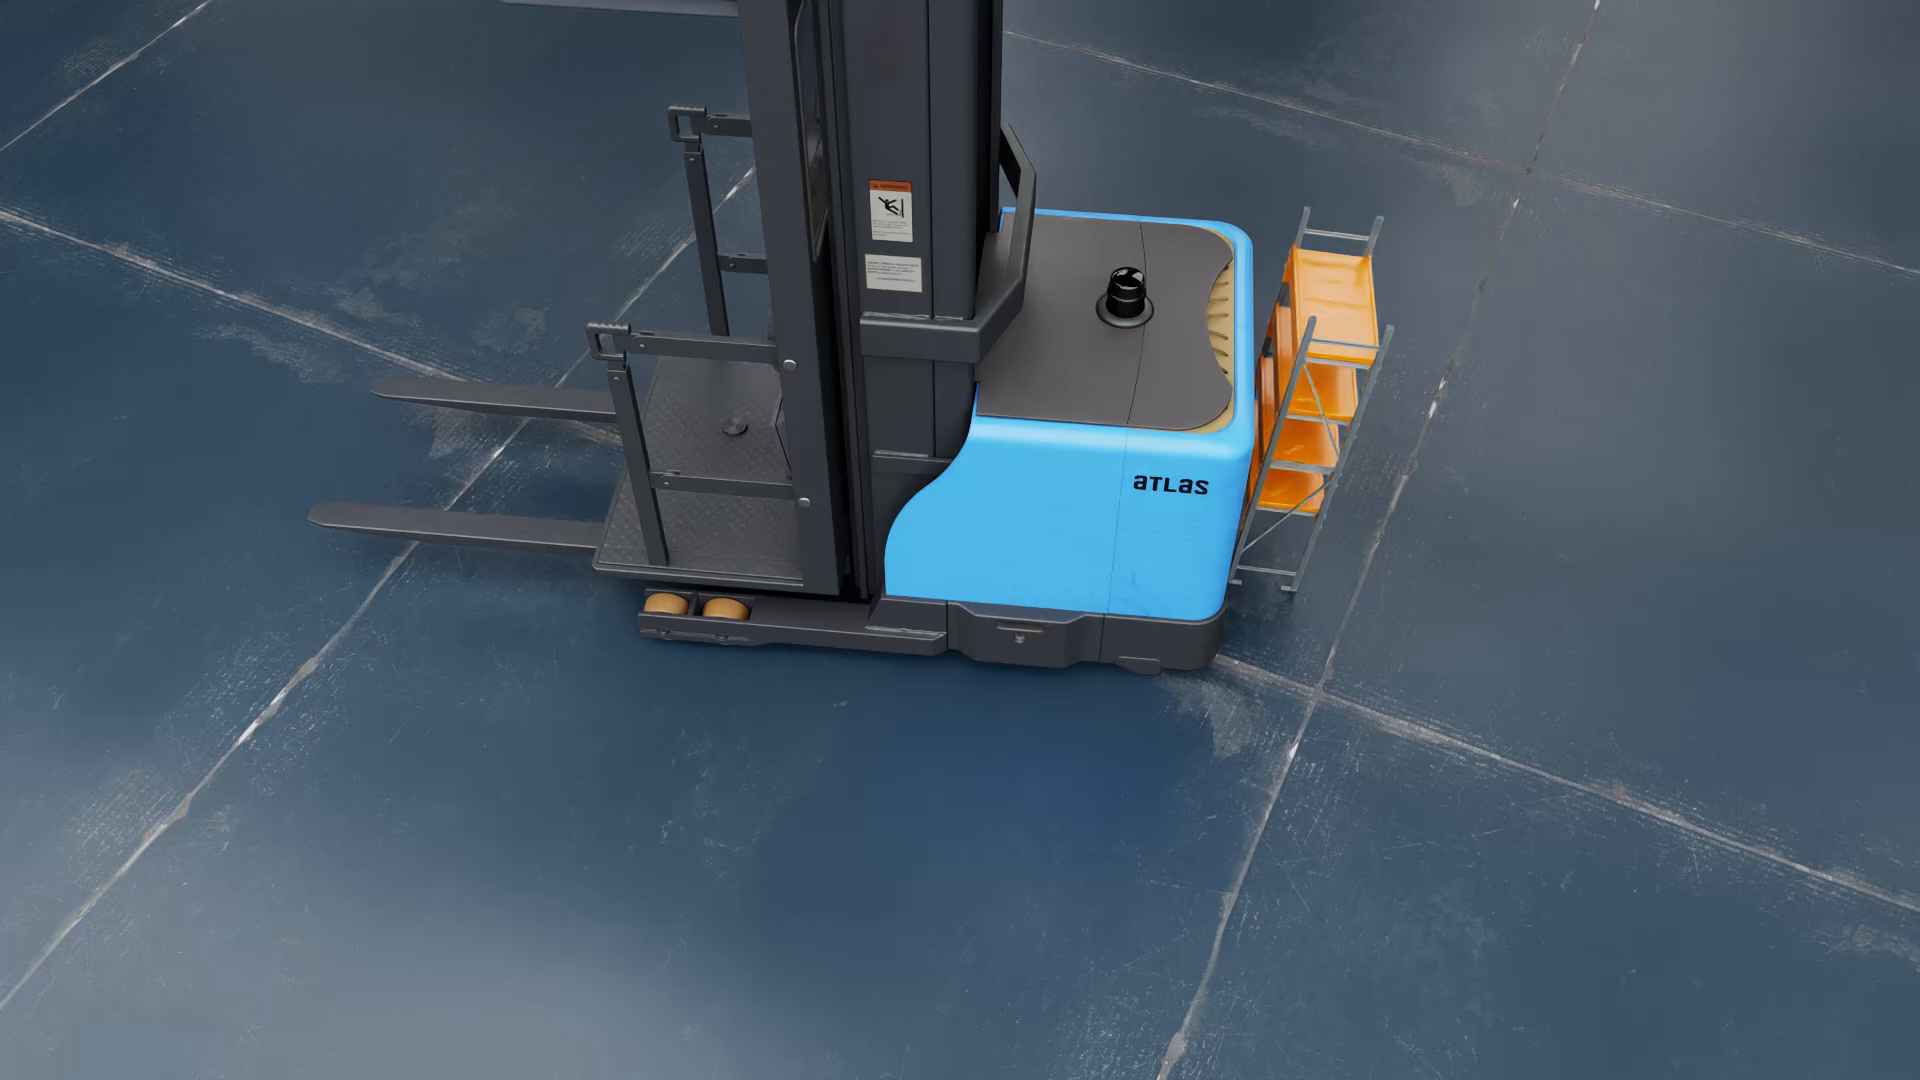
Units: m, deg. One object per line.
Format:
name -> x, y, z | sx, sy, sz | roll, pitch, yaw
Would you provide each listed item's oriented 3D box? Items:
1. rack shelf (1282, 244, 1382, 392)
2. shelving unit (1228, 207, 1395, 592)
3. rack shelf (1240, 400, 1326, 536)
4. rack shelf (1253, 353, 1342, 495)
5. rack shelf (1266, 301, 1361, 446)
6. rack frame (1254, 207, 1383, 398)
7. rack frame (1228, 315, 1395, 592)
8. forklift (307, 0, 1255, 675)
rack shelf -> 1.114, -0.666, 5.002 | 0.258, 0.148, 0.480 | 7, 50, 0
shelving unit -> 1.084, -0.415, 5.303 | 0.258, 1.200, 0.503 | 7, 50, 0
rack shelf -> 1.064, -0.244, 5.506 | 0.258, 0.148, 0.480 | 7, 50, 0
rack shelf -> 1.079, -0.371, 5.354 | 0.258, 0.148, 0.480 | 7, 50, 0
rack shelf -> 1.096, -0.515, 5.183 | 0.258, 0.148, 0.480 | 7, 50, 0
rack frame -> 1.108, -0.600, 5.460 | 0.240, 1.200, 0.015 | 7, 50, 0
rack frame -> 1.060, -0.229, 5.146 | 0.240, 1.200, 0.015 | 7, 50, 0
forklift -> -0.627, -1.002, 4.678 | 3.031, 2.935, 1.130 | 5, 50, 4
